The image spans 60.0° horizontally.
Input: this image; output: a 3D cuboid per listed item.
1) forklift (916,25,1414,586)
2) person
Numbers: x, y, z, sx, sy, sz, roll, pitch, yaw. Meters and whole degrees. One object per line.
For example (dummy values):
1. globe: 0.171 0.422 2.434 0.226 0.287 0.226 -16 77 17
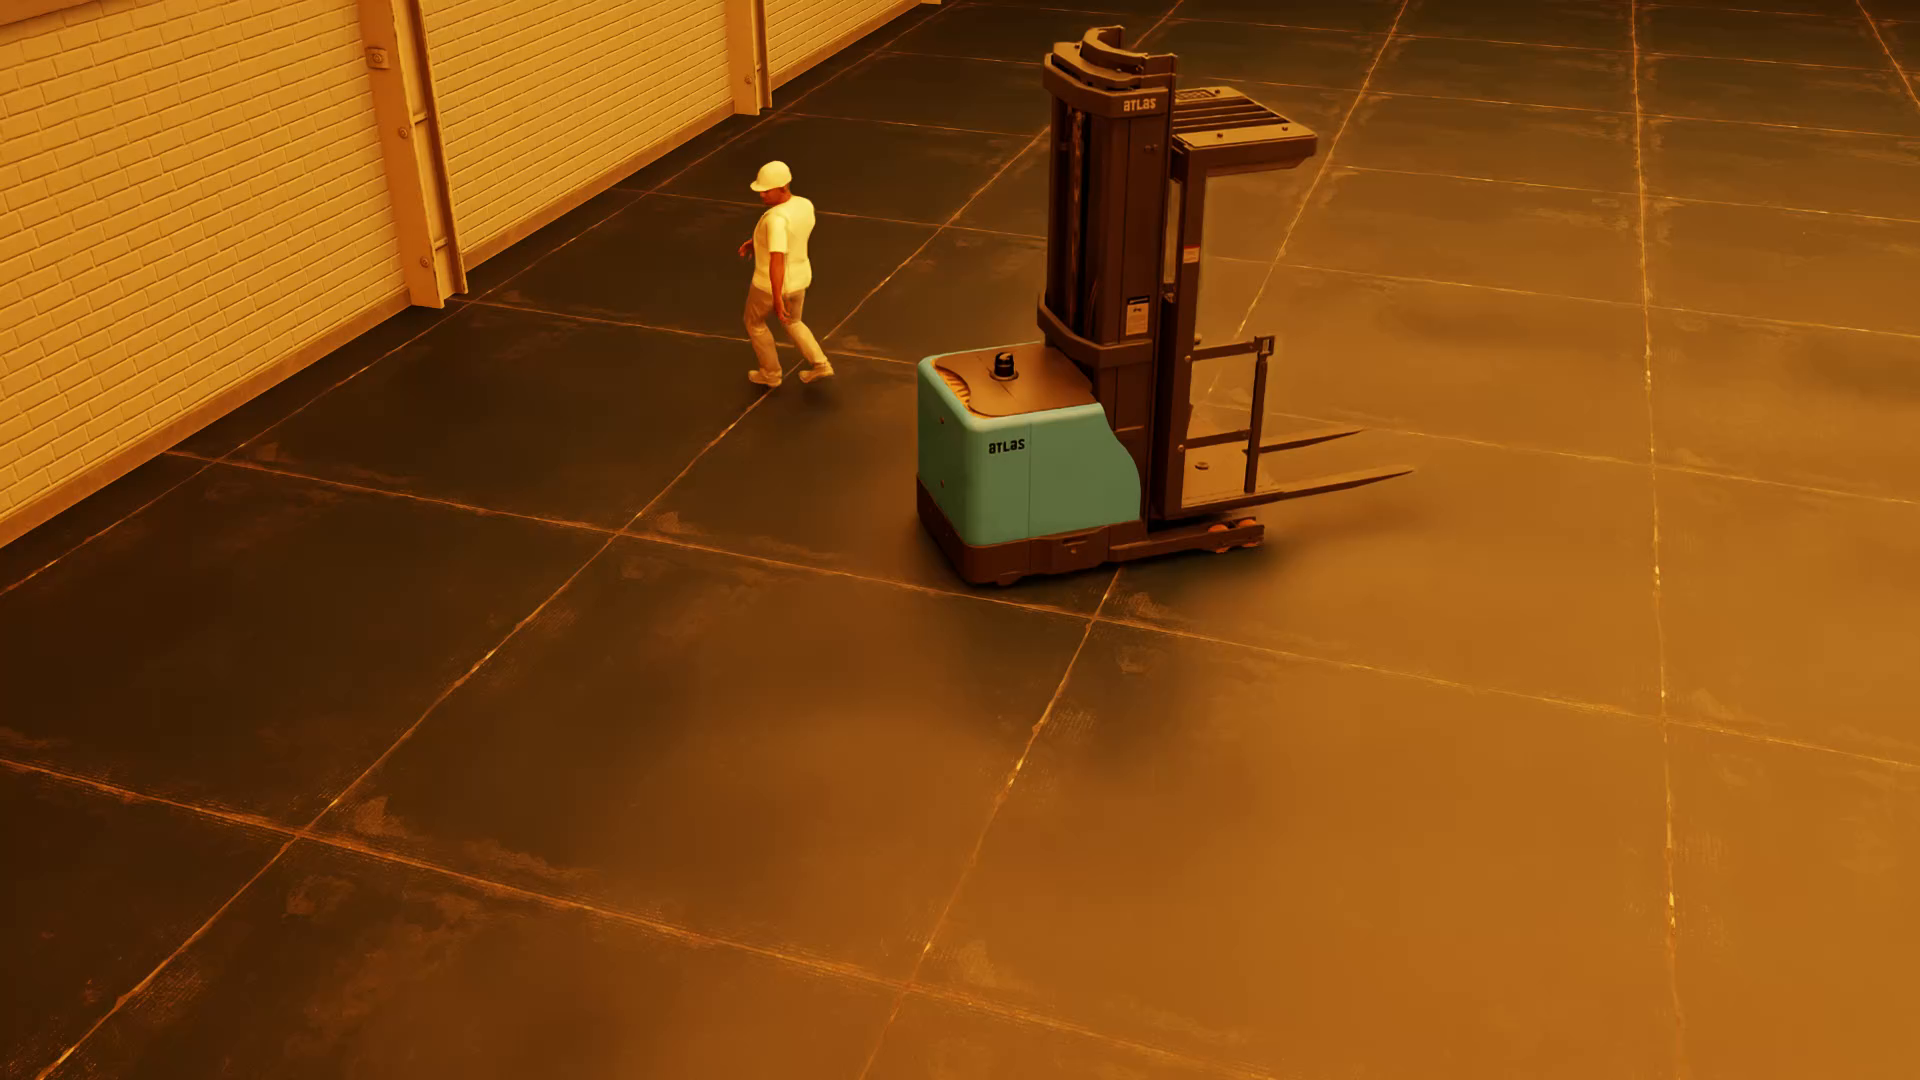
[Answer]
1. forklift: 1.308 -1.435 9.654 3.031 2.935 1.130 -10 31 -16
2. person: -1.242 -1.813 11.583 0.790 1.693 0.654 25 38 37
